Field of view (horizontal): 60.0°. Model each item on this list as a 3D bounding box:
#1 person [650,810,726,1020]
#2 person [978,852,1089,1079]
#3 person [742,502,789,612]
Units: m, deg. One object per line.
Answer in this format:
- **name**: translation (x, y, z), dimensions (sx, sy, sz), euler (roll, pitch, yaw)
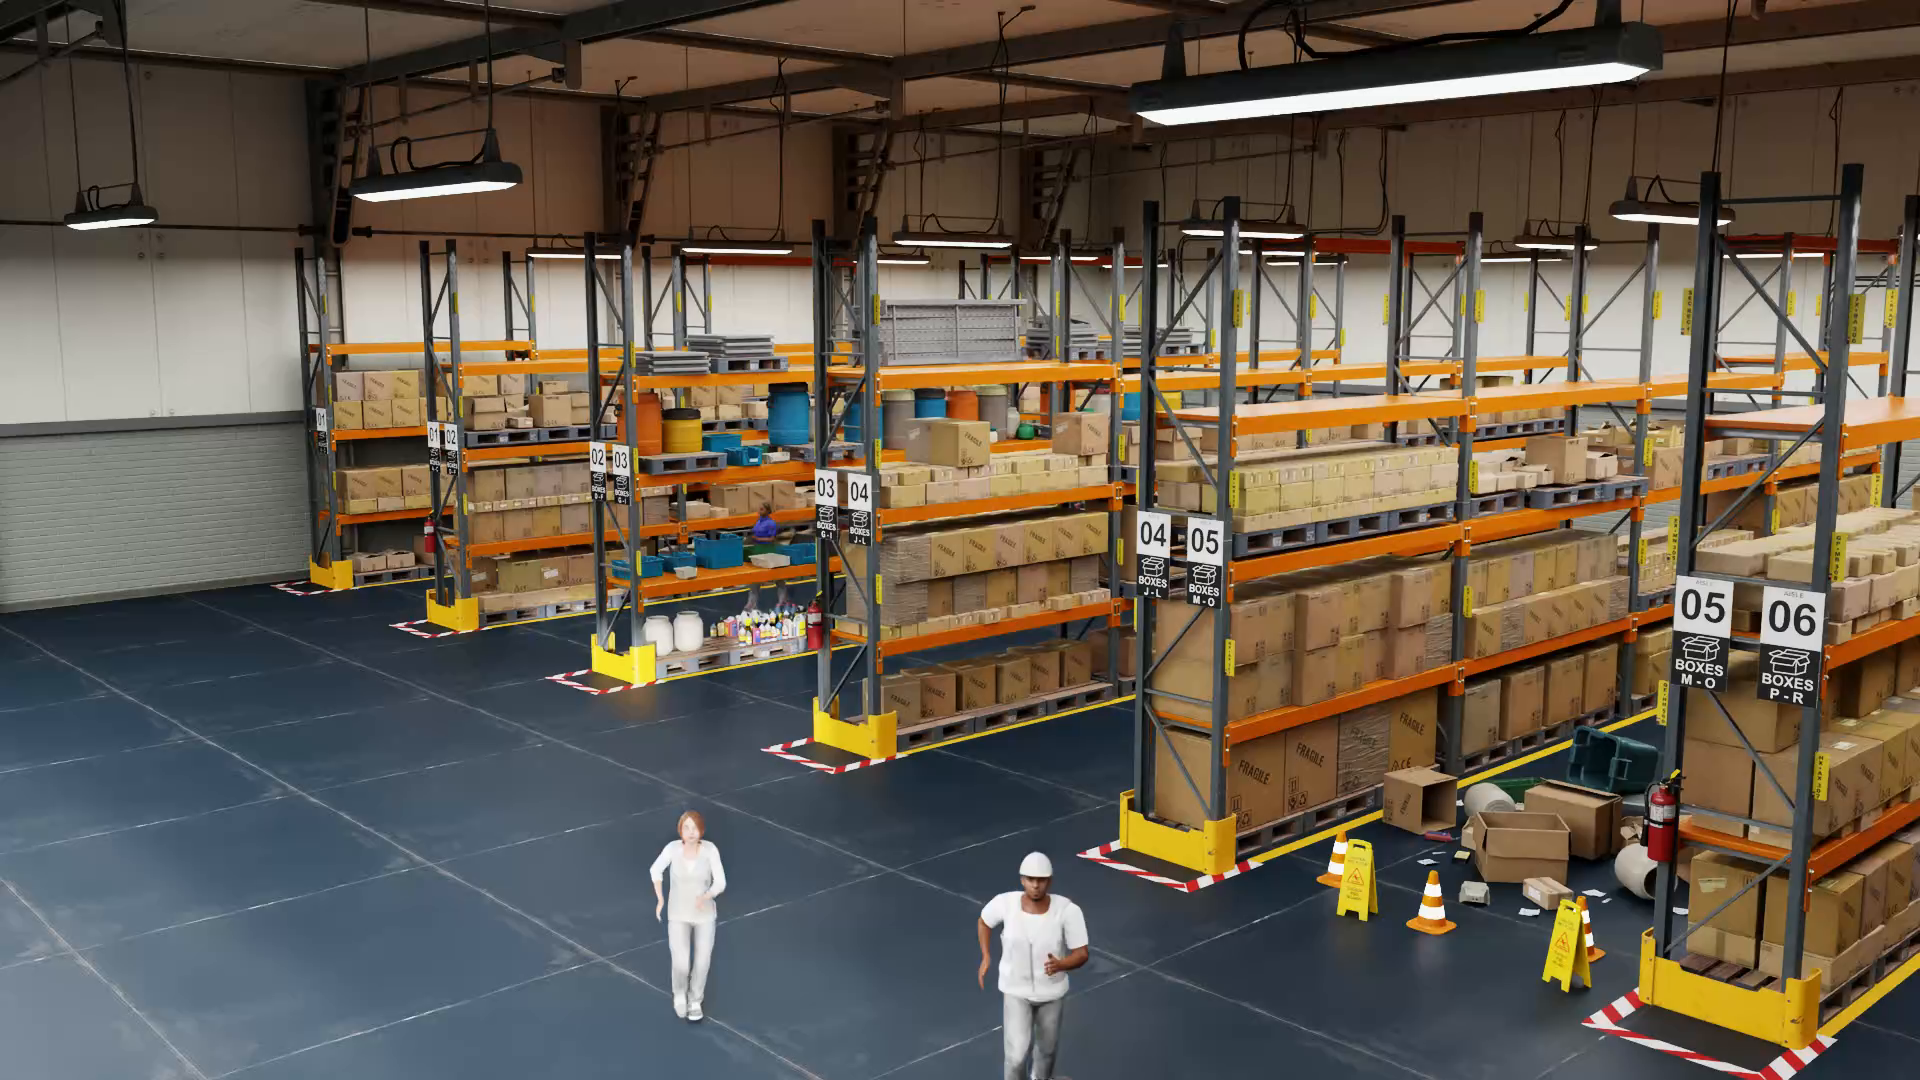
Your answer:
- **person**: translation (-1.905, 2.678, 11.729), dimensions (0.515, 1.562, 0.596), euler (-2, 9, -13)
- **person**: translation (0.450, 2.813, 10.240), dimensions (0.670, 1.821, 0.757), euler (0, 8, -1)
- **person**: translation (-3.038, 0.258, 25.859), dimensions (0.562, 1.679, 0.823), euler (7, 11, 40)
